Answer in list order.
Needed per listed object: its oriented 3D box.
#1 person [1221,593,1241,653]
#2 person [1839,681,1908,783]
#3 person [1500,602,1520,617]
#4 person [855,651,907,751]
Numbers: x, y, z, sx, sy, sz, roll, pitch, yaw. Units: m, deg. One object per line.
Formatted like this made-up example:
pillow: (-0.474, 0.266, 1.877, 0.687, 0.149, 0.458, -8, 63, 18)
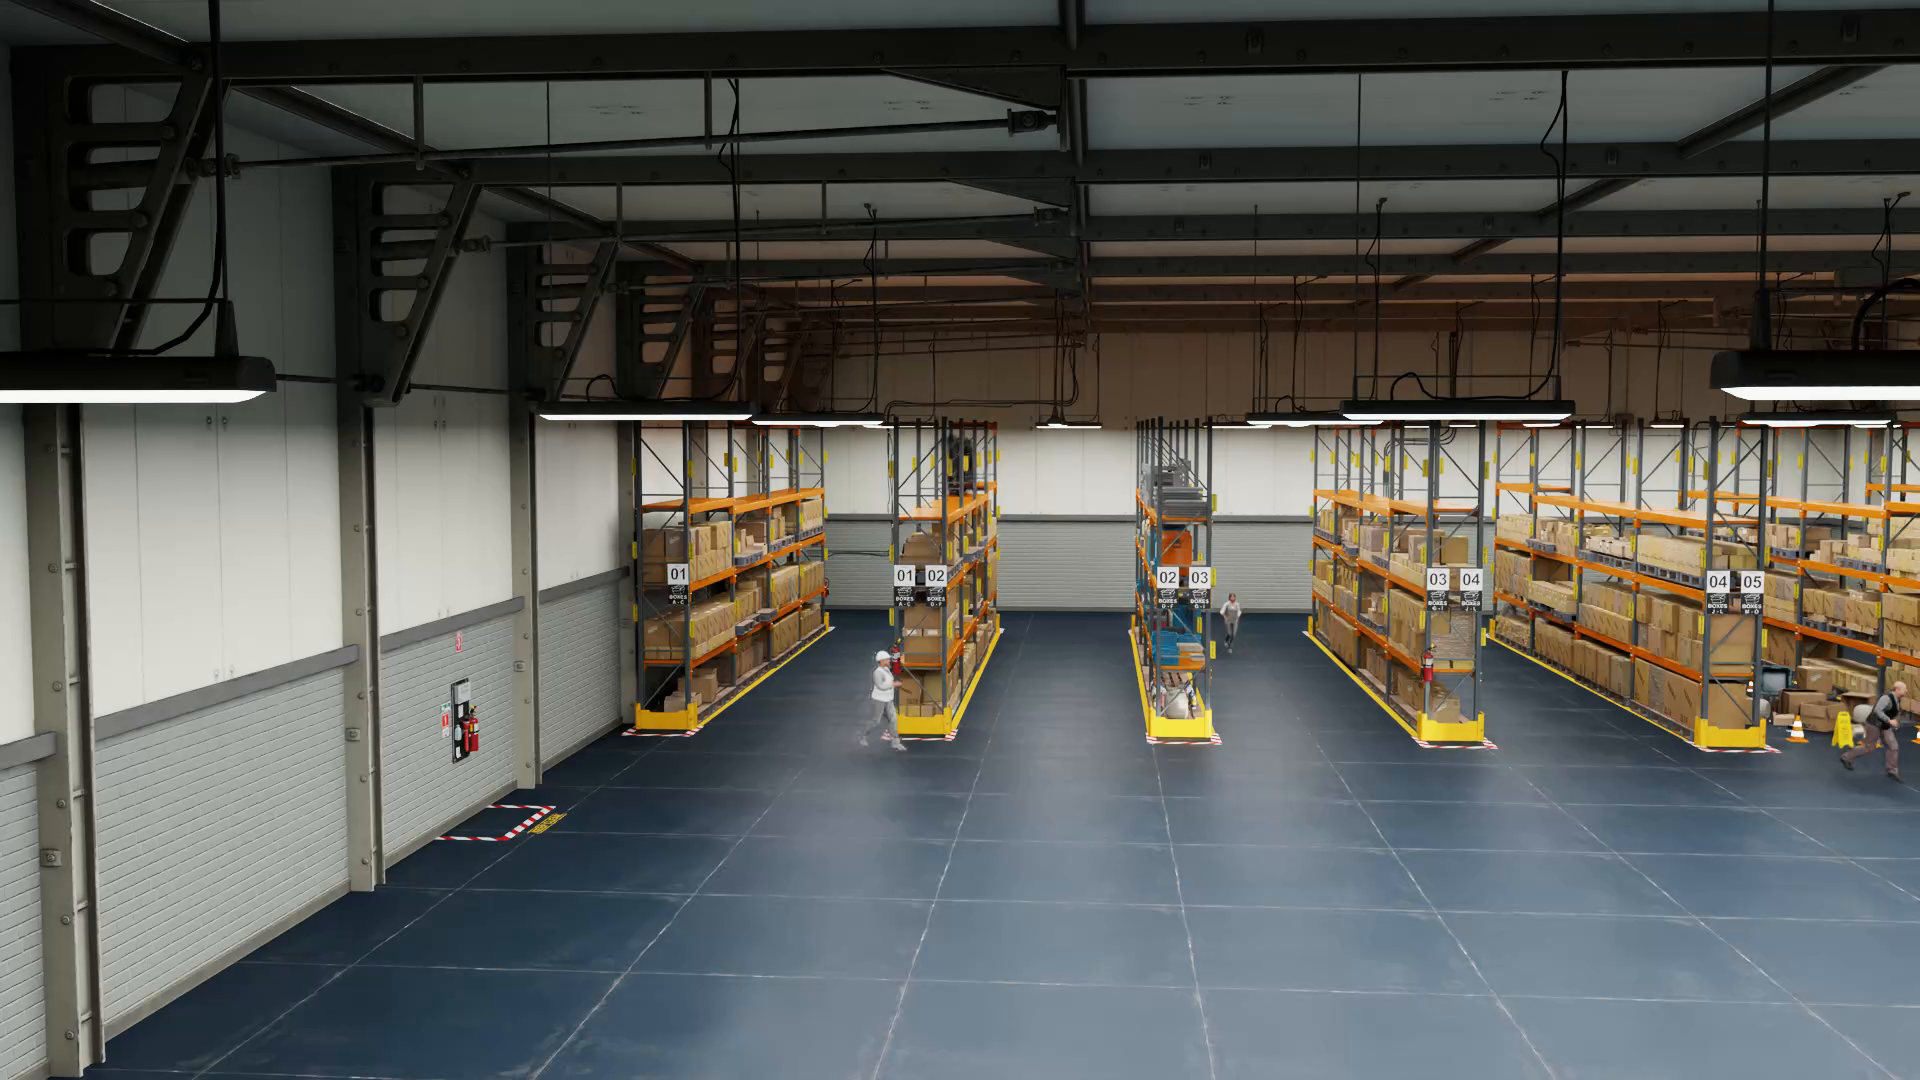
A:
person: (7.010, 2.140, 42.950, 0.516, 1.554, 0.523, 0, 4, -4)
person: (15.087, 3.127, 27.456, 1.007, 1.681, 0.697, 4, 5, 45)
person: (15.735, 1.785, 47.526, 0.916, 1.665, 0.645, 3, 5, 35)
person: (-1.411, 2.867, 29.730, 0.948, 1.783, 0.644, 1, 4, 20)
